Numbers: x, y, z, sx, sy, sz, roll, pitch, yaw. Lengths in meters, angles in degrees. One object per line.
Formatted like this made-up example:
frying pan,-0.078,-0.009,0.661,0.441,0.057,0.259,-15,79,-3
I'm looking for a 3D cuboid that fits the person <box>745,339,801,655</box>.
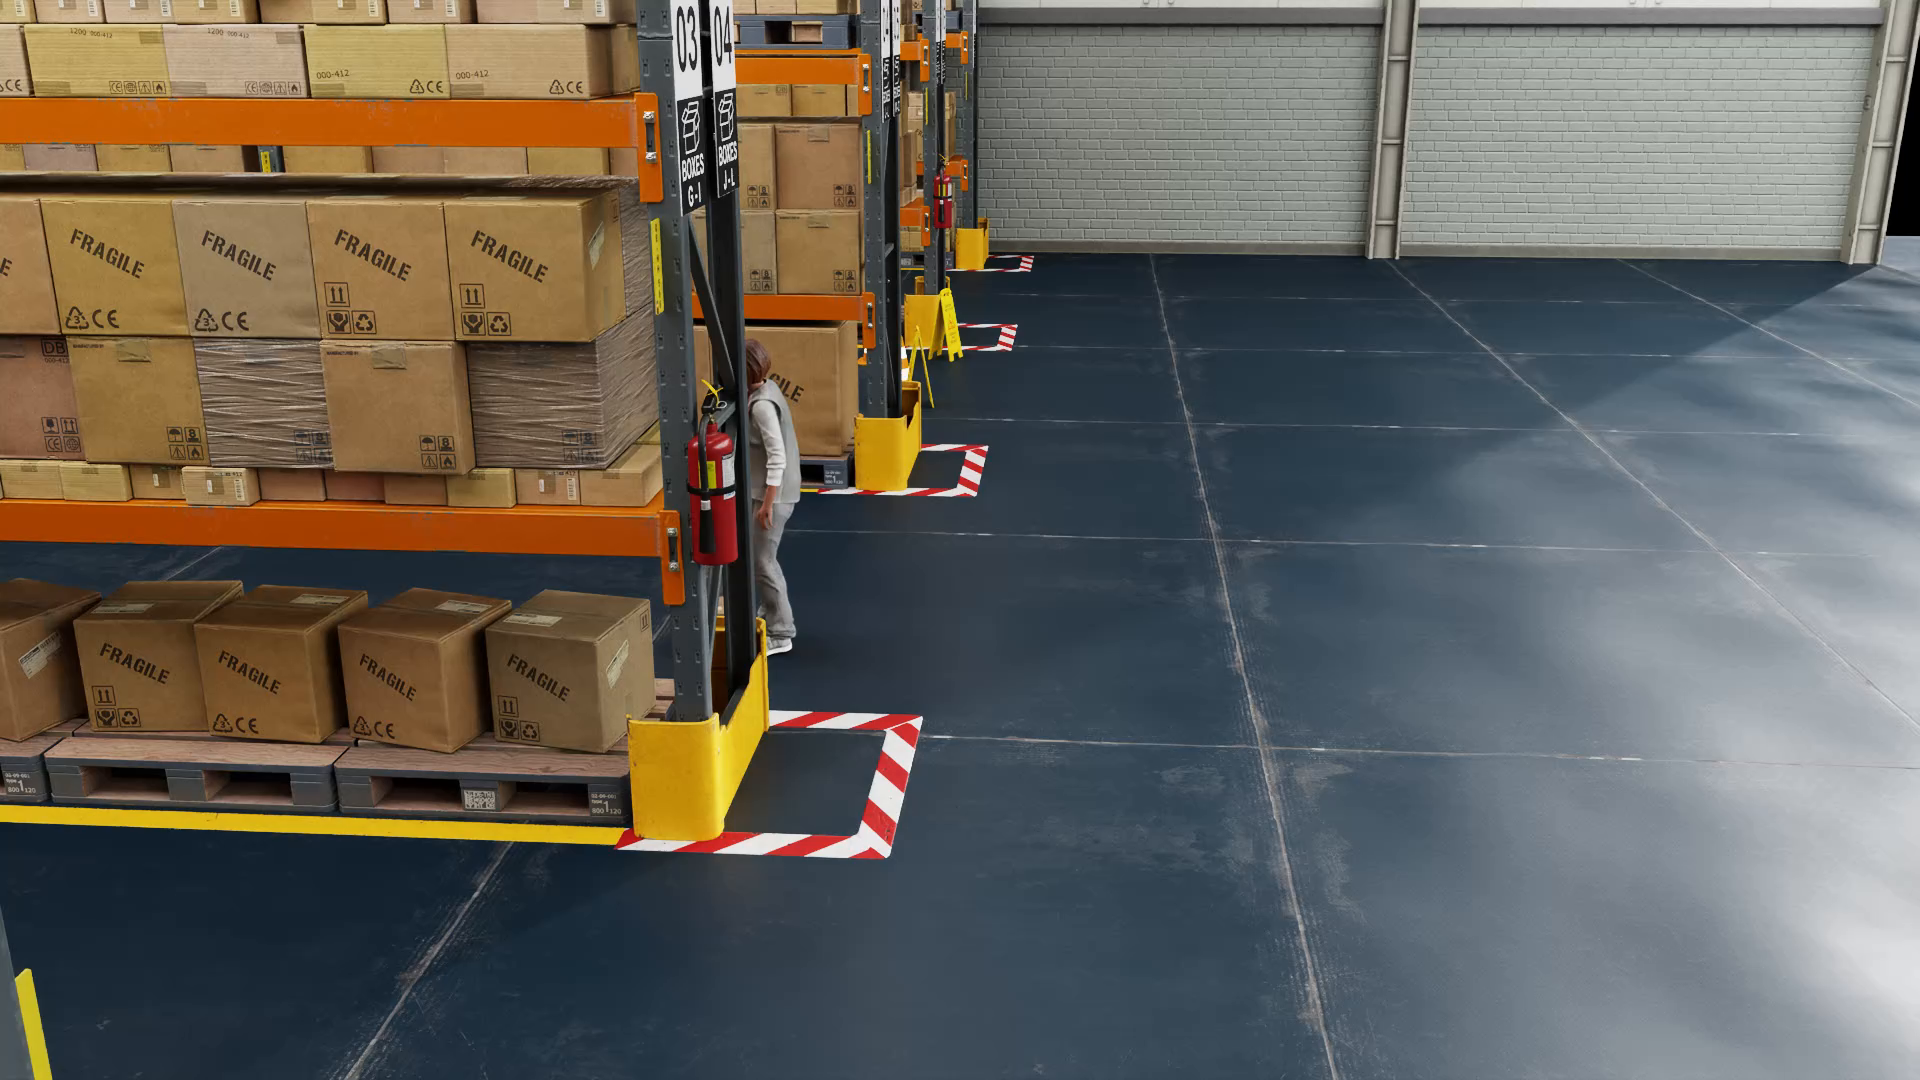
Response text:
person,-0.970,-0.215,8.240,0.345,1.592,0.486,-5,18,-15
